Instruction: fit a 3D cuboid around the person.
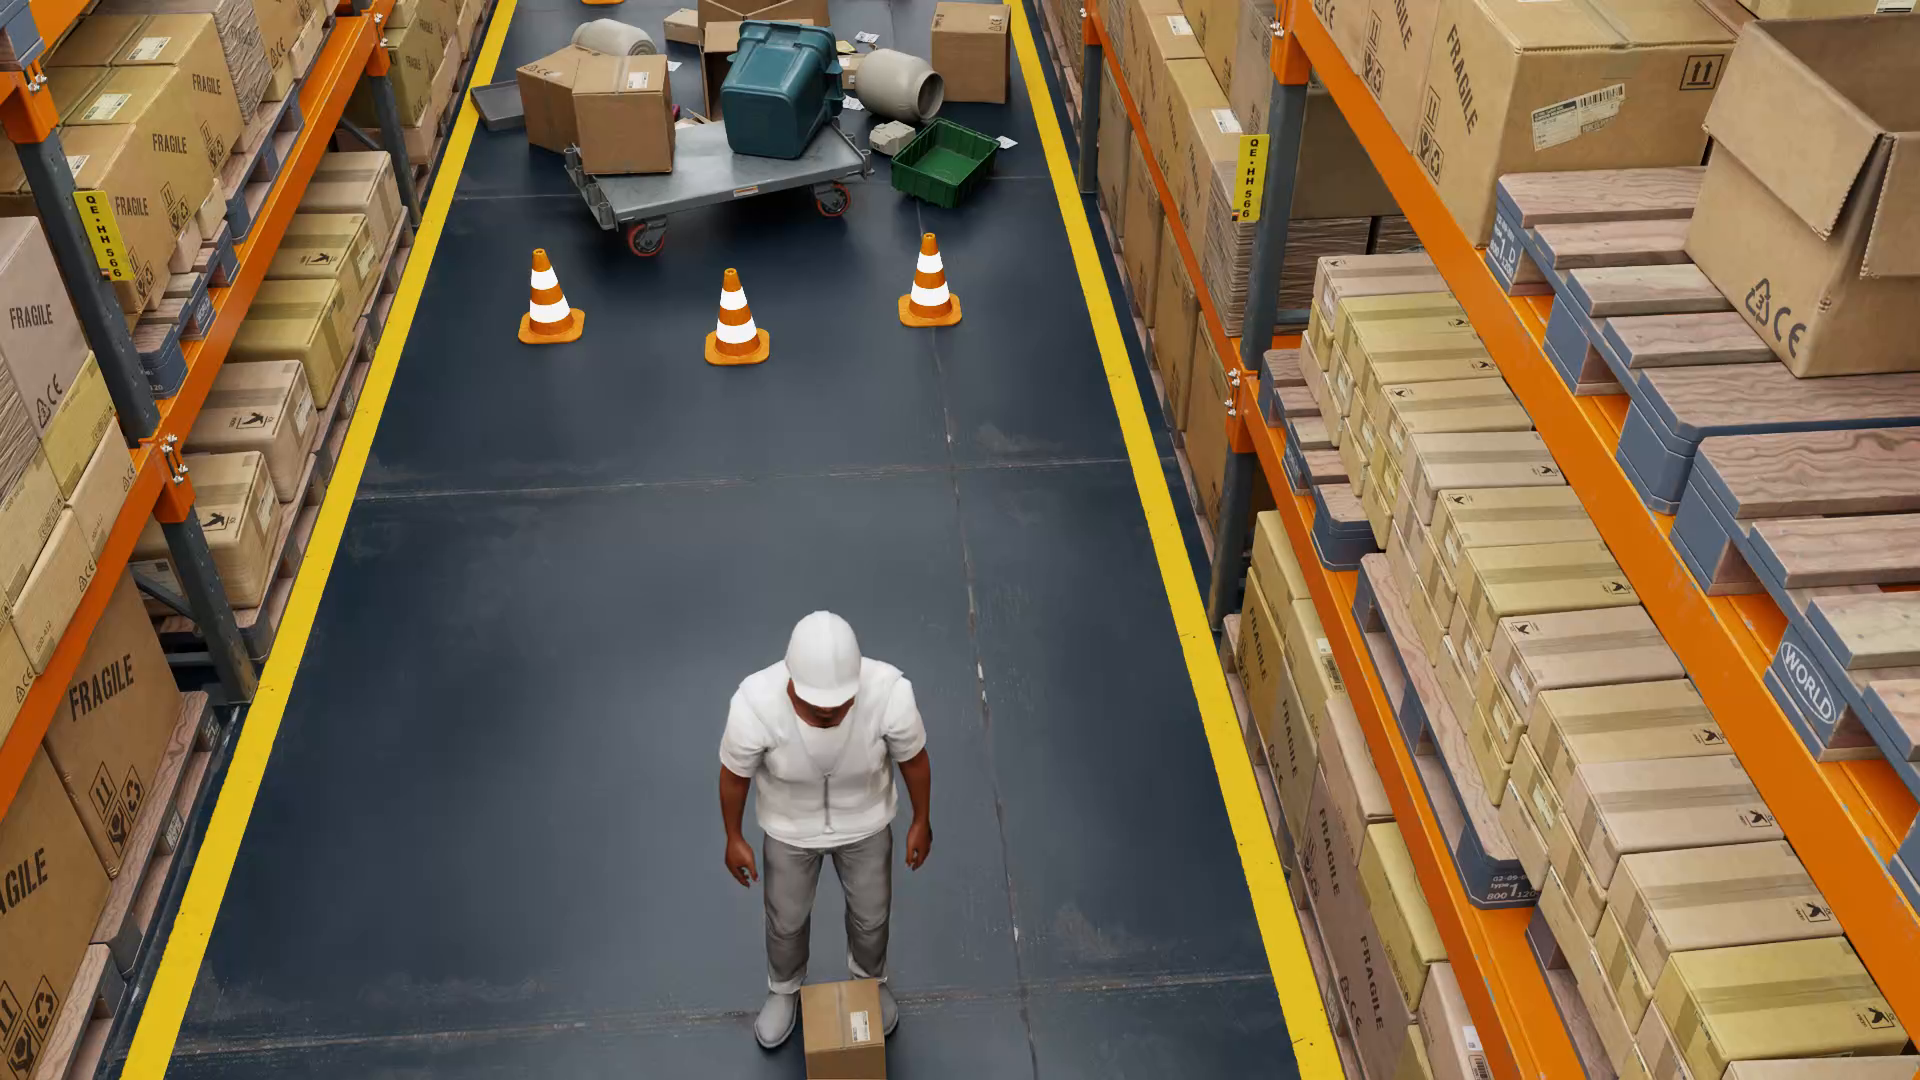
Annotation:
[{"bbox_3d":[-0.401,0.875,5.055,0.638,1.761,0.458,-4,39,-5],"label":"person"}]
